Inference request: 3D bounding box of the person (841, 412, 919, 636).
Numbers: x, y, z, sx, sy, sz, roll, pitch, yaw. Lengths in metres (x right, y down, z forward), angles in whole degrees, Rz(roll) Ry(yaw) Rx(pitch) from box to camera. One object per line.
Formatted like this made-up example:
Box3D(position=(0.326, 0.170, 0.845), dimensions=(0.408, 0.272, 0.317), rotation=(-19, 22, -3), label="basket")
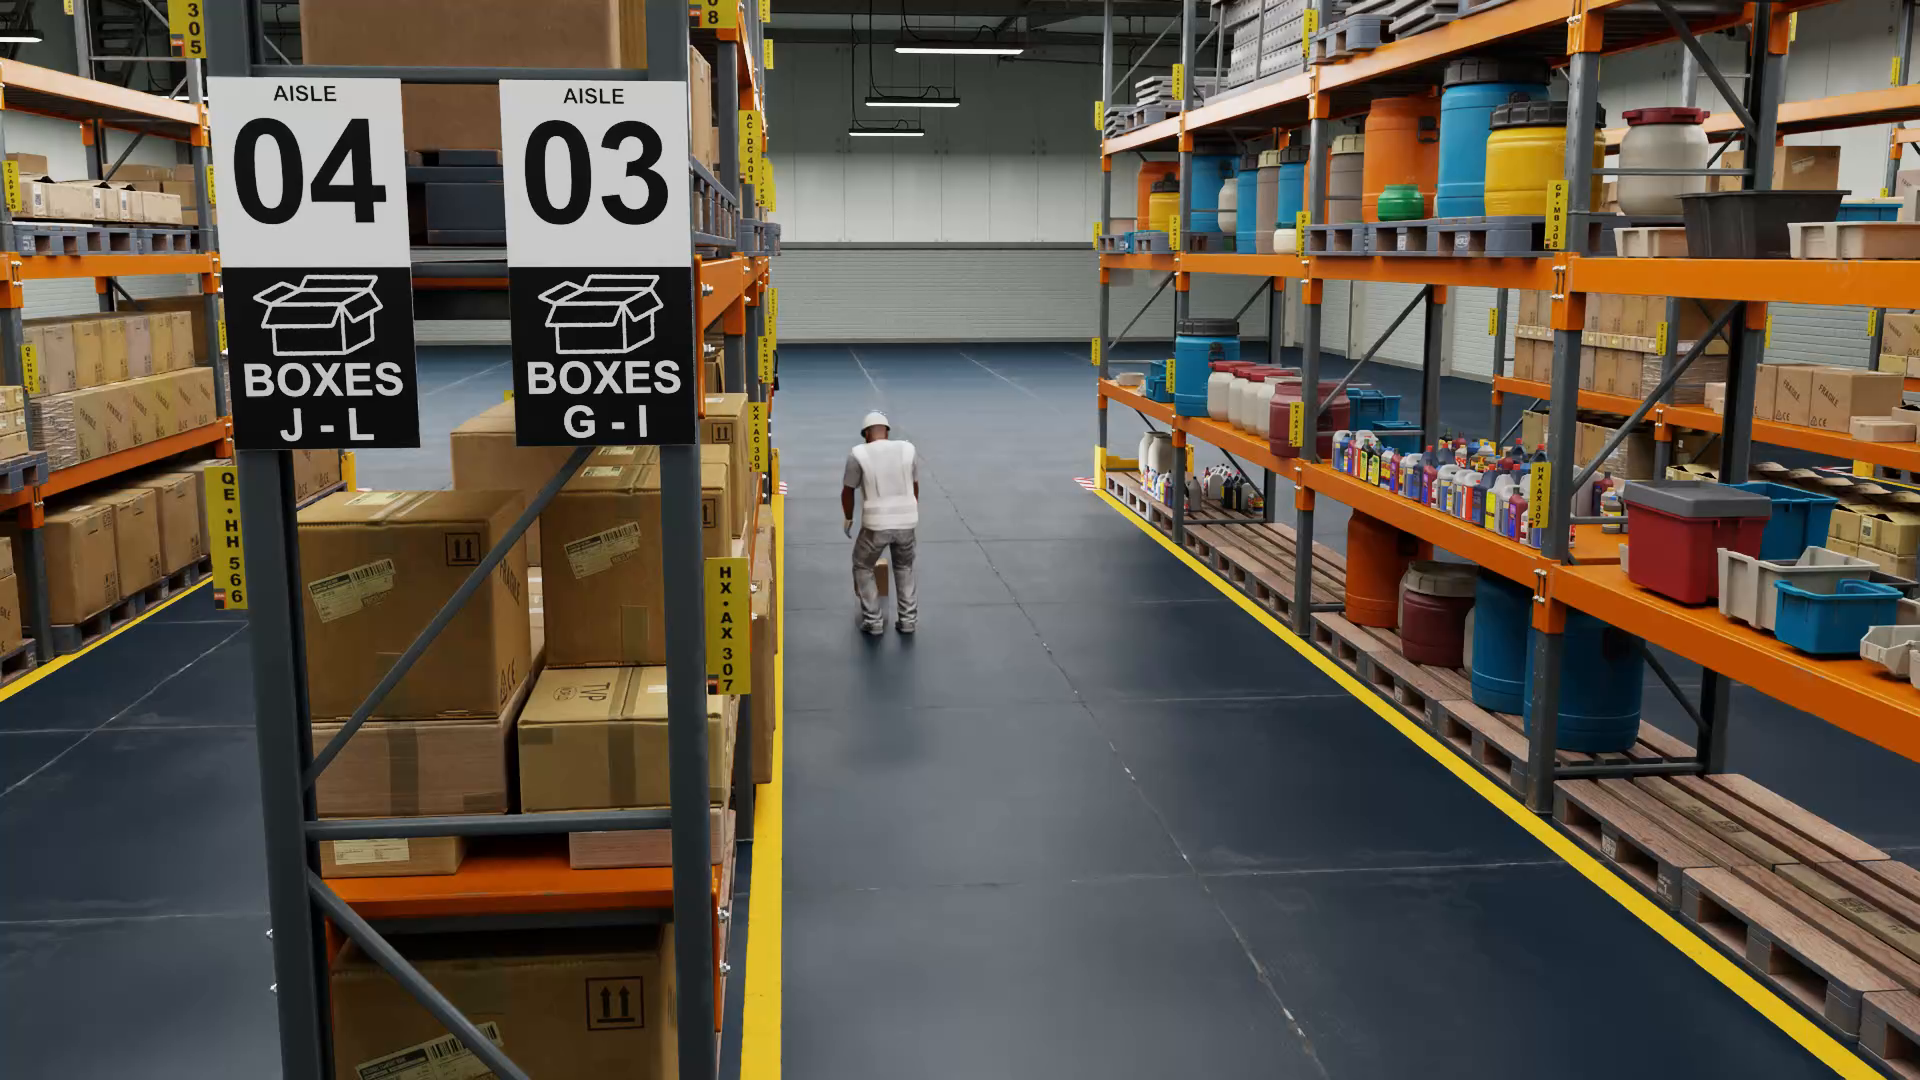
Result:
Box3D(position=(-0.589, -0.123, 12.462), dimensions=(0.594, 1.644, 0.584), rotation=(-3, 10, -16), label="person")
